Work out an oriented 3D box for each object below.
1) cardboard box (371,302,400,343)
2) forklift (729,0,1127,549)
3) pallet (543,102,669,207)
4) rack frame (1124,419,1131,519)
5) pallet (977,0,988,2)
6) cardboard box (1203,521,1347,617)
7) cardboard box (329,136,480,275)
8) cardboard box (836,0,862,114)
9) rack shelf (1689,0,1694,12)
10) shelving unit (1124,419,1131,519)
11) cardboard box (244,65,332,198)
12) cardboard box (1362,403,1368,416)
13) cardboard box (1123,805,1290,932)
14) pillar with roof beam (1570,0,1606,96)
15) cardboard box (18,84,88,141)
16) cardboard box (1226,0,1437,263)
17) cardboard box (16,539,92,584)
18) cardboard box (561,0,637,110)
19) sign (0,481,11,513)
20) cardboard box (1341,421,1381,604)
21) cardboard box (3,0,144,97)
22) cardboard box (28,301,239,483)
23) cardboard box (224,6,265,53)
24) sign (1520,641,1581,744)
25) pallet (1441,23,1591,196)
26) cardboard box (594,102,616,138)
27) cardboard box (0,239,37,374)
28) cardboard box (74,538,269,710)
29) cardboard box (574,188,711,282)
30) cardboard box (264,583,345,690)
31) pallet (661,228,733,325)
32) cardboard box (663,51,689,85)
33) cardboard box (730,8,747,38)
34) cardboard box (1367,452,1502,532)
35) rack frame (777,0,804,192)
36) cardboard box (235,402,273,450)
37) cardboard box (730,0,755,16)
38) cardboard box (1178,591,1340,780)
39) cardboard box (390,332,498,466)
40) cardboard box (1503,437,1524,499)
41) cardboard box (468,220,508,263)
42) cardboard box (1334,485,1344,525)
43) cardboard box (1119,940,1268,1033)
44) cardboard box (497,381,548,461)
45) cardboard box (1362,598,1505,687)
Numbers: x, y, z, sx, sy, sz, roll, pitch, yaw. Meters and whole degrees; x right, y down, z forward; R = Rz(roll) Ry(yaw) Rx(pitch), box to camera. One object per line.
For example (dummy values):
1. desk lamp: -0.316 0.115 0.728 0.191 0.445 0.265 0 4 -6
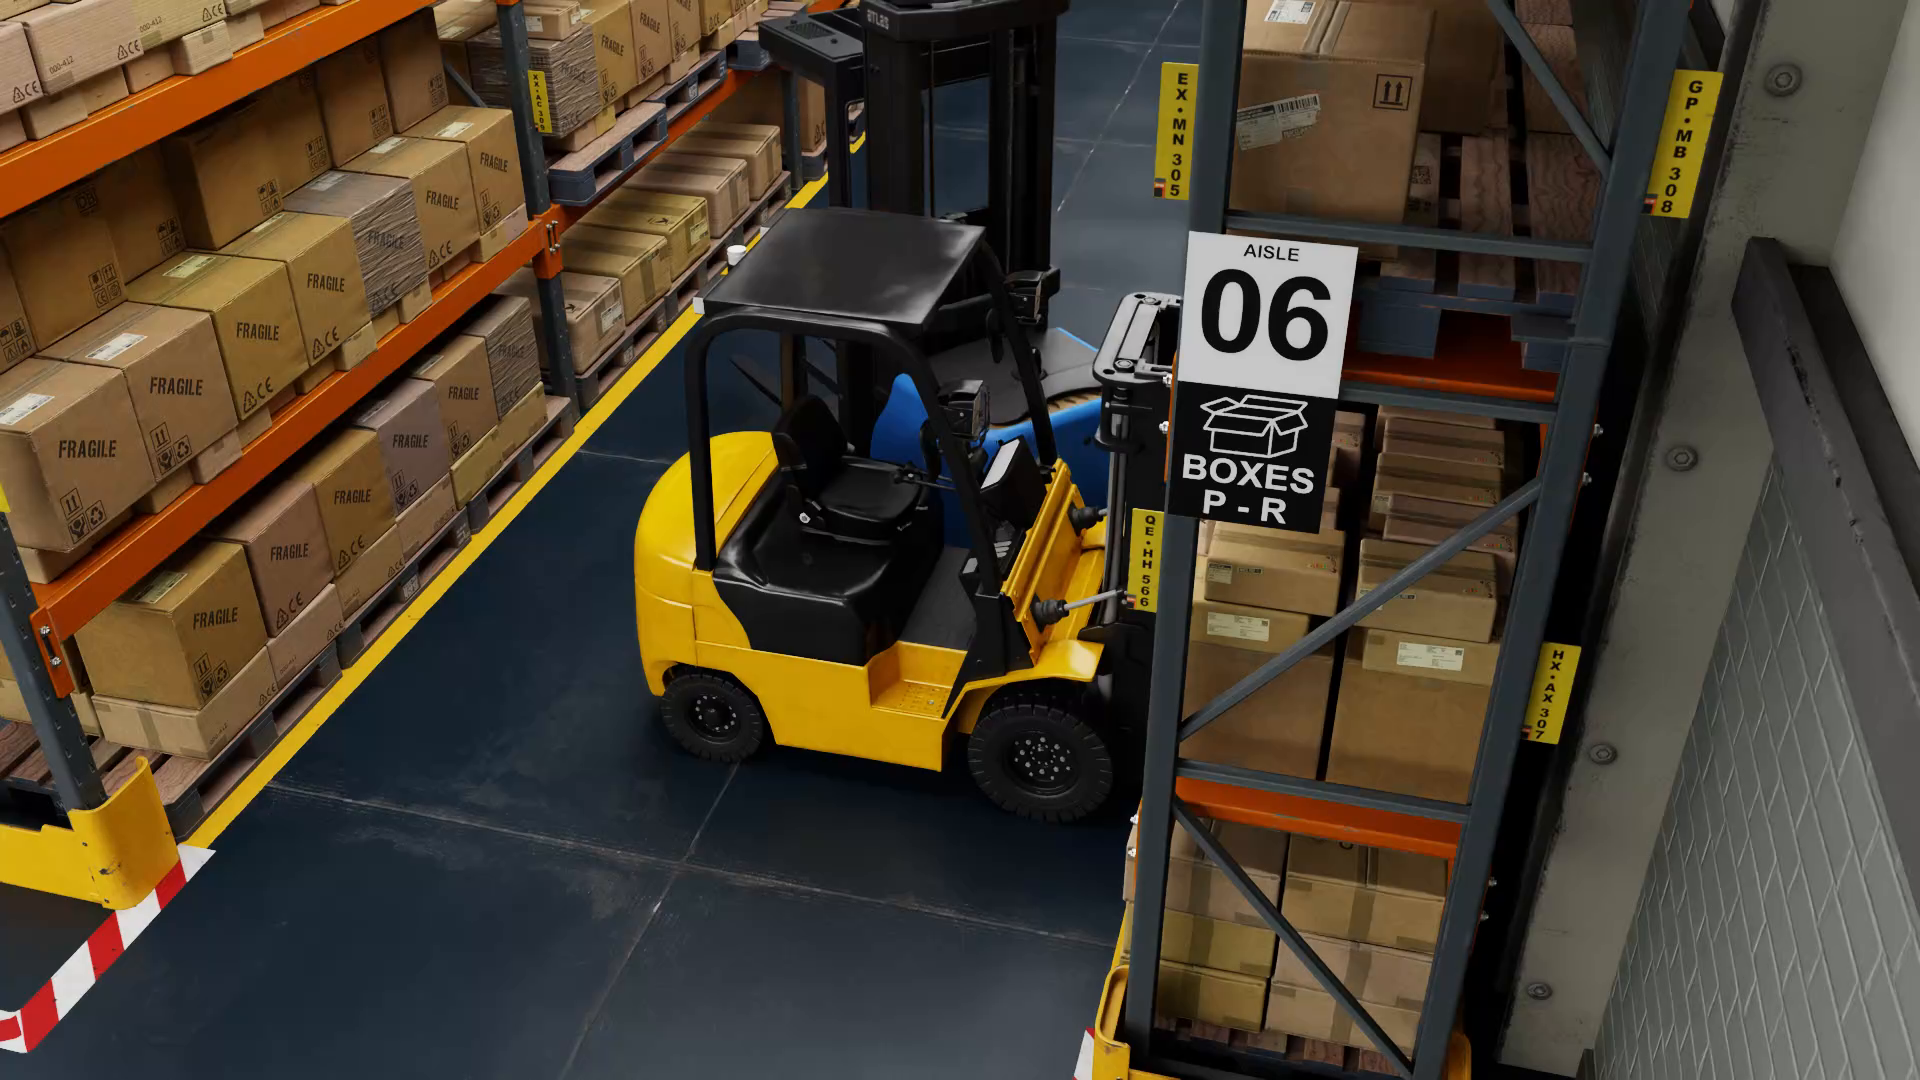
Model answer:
1. cardboard box: -2.886 -1.050 7.840 0.380 0.149 0.250 7 33 12
2. forklift: -0.288 -1.593 8.523 1.130 2.935 3.031 -20 37 -28
3. pallet: -2.416 -2.316 9.777 1.003 0.211 1.213 8 33 12
4. rack frame: 0.888 -0.072 7.376 0.400 1.500 0.023 10 31 12
5. pallet: -0.144 -6.014 18.014 1.003 0.211 1.213 8 33 12
6. cardboard box: 0.923 0.073 4.864 0.380 0.149 0.250 8 33 12
7. cardboard box: -2.747 -1.656 8.188 0.500 0.500 0.500 9 34 14
8. cardboard box: -1.250 -4.186 14.128 0.875 0.875 0.875 8 33 13
9. rack shelf: 1.544 -2.368 5.131 1.077 0.370 4.000 8 33 12
10. shelving unit: 0.982 -0.247 7.683 0.431 1.500 0.755 10 31 12
11. cardboard box: -3.377 -1.893 7.629 0.700 0.500 0.500 7 33 11
12. cardboard box: 1.442 -0.659 6.897 0.500 0.500 0.500 8 33 12
13. cardboard box: 0.851 1.009 5.607 0.500 0.250 0.500 9 34 14
14. pillar with roof beam: -0.557 -5.741 9.393 9.100 9.000 0.400 8 33 12
15. cardboard box: -3.287 -1.514 5.774 0.380 0.149 0.250 9 34 14
16. cardboard box: 0.913 -1.061 4.250 0.500 0.500 0.500 9 34 14
17. cardboard box: -3.480 0.013 6.168 0.380 0.149 0.250 8 33 13
18. cardboard box: -2.228 -2.830 9.643 0.500 0.500 0.500 8 33 13
19. sign: -3.241 -0.236 5.519 0.100 0.325 0.005 8 33 12
20. cardboard box: 1.665 -0.068 5.967 0.500 0.500 0.500 8 33 12
21. cardboard box: -3.244 -1.758 5.785 0.500 0.250 0.500 8 33 12
22. cardboard box: -3.249 -0.590 6.511 0.500 0.500 0.500 9 34 14
23. cardboard box: -3.016 -2.046 6.611 0.380 0.149 0.250 7 33 11
24. sign: 1.571 0.409 4.430 0.100 0.325 0.005 8 33 12
25. pallet: 1.548 -1.498 5.597 1.003 0.211 1.213 8 33 12
26. cardboard box: -2.233 -2.464 9.673 0.380 0.149 0.250 9 33 13
27. cardboard box: -3.848 -0.829 5.956 0.700 0.500 0.500 7 33 11
28. cardboard box: -3.288 0.328 6.910 0.500 0.500 0.500 7 33 11
29. cardboard box: -2.266 -2.096 11.309 0.950 0.372 0.625 9 34 14
30. cardboard box: -3.157 0.393 7.507 0.500 0.250 0.500 9 34 14
31. pallet: -2.247 -1.883 11.515 1.003 0.211 1.213 8 33 12
32. cardboard box: -1.947 -3.008 10.529 0.380 0.149 0.250 9 34 14
33. cardboard box: -1.682 -3.550 11.381 0.380 0.149 0.250 6 33 10
34. cardboard box: 1.480 -0.128 5.180 0.380 0.149 0.250 9 33 13
35. rack frame: -1.736 -4.096 12.398 1.000 3.000 0.127 8 33 12
36. cardboard box: -3.141 -0.511 6.992 0.380 0.149 0.250 9 34 14
37. cardboard box: -1.703 -3.898 11.323 0.500 0.500 0.500 7 33 12
38. cardboard box: 0.907 0.396 5.238 0.500 0.500 0.500 7 33 11
39. cardboard box: -2.769 -0.746 8.600 0.500 0.500 0.500 9 33 13
40. cardboard box: 1.703 -0.245 5.642 0.380 0.149 0.250 8 33 13
41. cardboard box: -2.594 -1.576 8.667 0.380 0.149 0.250 9 33 13
42. cardboard box: 1.088 -0.195 5.563 0.380 0.149 0.250 8 33 12
43. cardboard box: 0.850 1.425 5.884 0.500 0.250 0.500 8 33 13
44. cardboard box: -2.641 -0.694 9.217 0.500 0.250 0.500 10 34 15
45. cardboard box: 1.373 0.272 4.828 0.380 0.149 0.250 7 33 11
